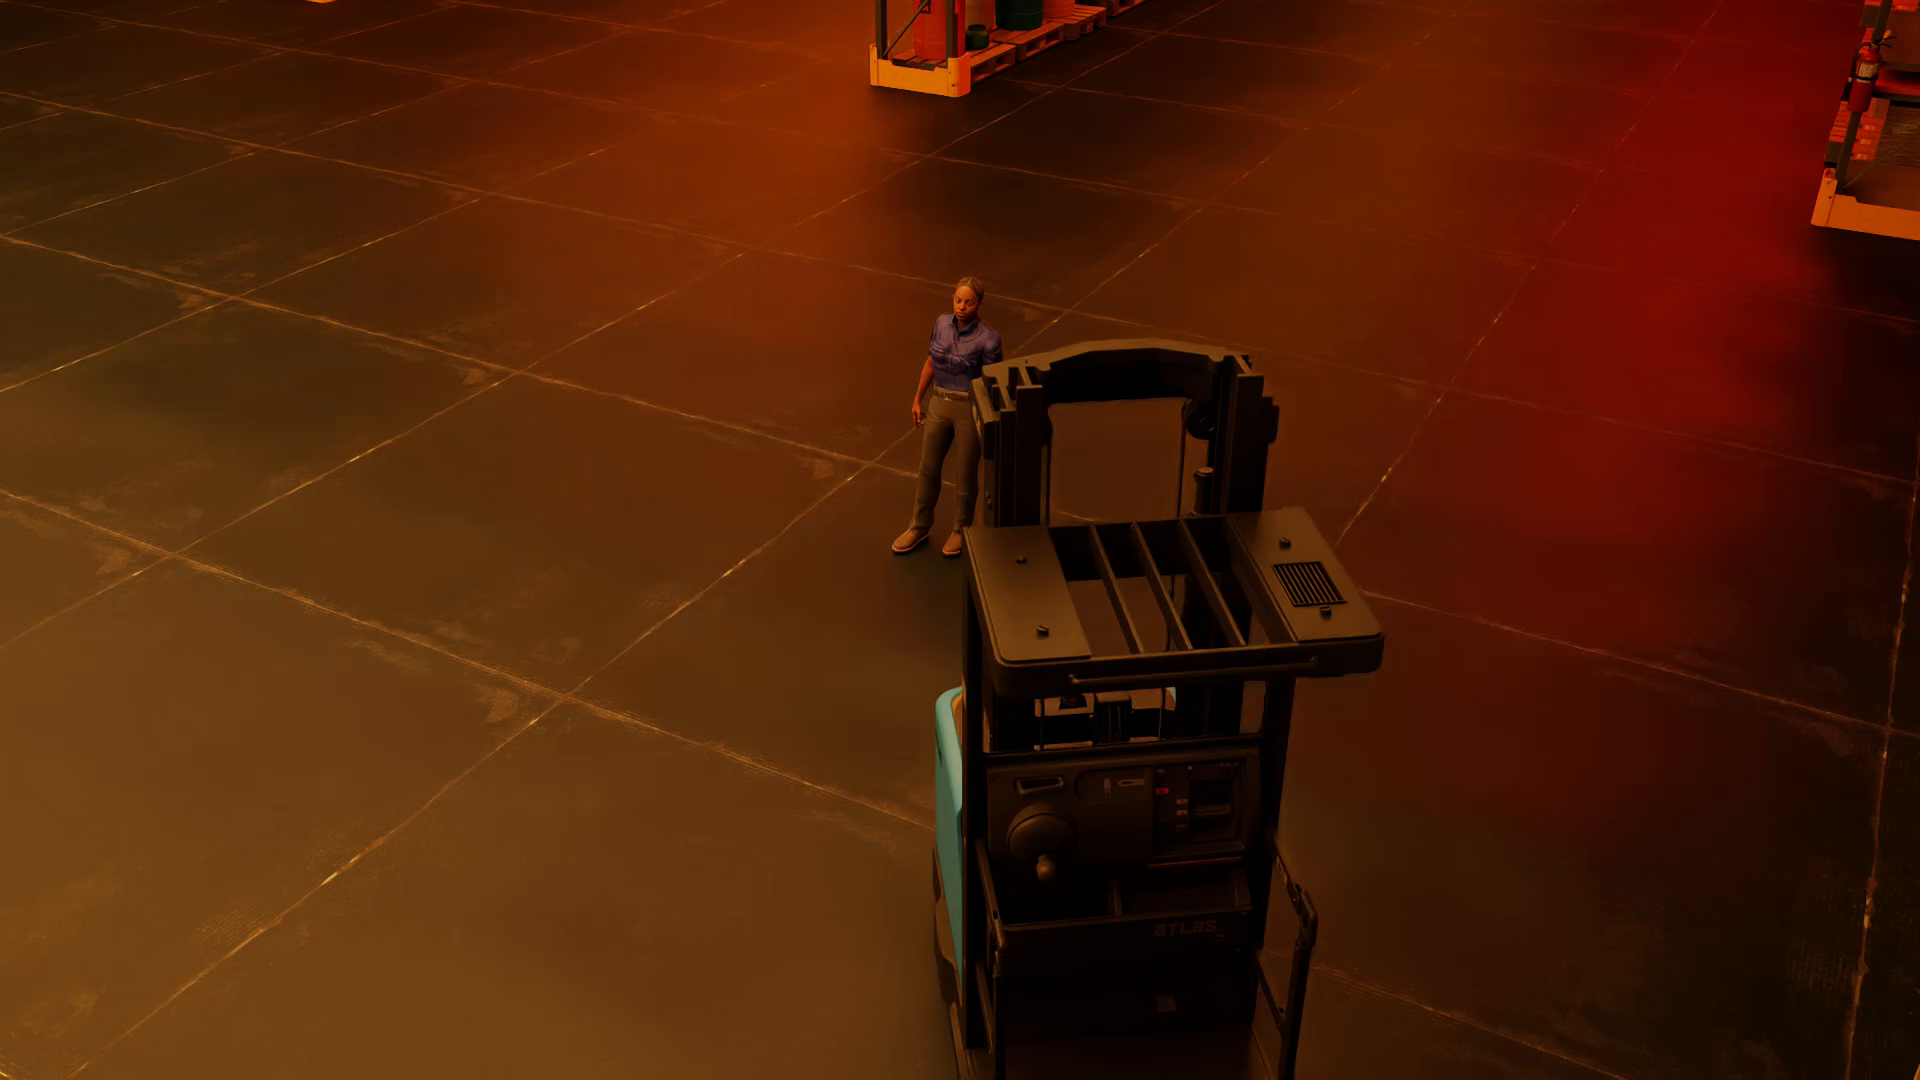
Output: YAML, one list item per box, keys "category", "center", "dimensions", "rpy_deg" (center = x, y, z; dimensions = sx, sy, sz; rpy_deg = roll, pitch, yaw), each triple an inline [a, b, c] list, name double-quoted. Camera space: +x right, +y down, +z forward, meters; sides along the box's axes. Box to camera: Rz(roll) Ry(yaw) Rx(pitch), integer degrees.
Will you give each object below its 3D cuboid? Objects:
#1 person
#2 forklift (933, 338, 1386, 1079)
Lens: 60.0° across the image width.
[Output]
- category: "person"
  center: [-0.060, -0.689, 9.528]
  dimensions: [0.569, 1.654, 0.504]
  rpy_deg: [15, 33, 25]
- category: "forklift"
  center: [0.583, 0.965, 5.399]
  dimensions: [1.130, 2.935, 3.031]
  rpy_deg: [-4, 30, -6]
